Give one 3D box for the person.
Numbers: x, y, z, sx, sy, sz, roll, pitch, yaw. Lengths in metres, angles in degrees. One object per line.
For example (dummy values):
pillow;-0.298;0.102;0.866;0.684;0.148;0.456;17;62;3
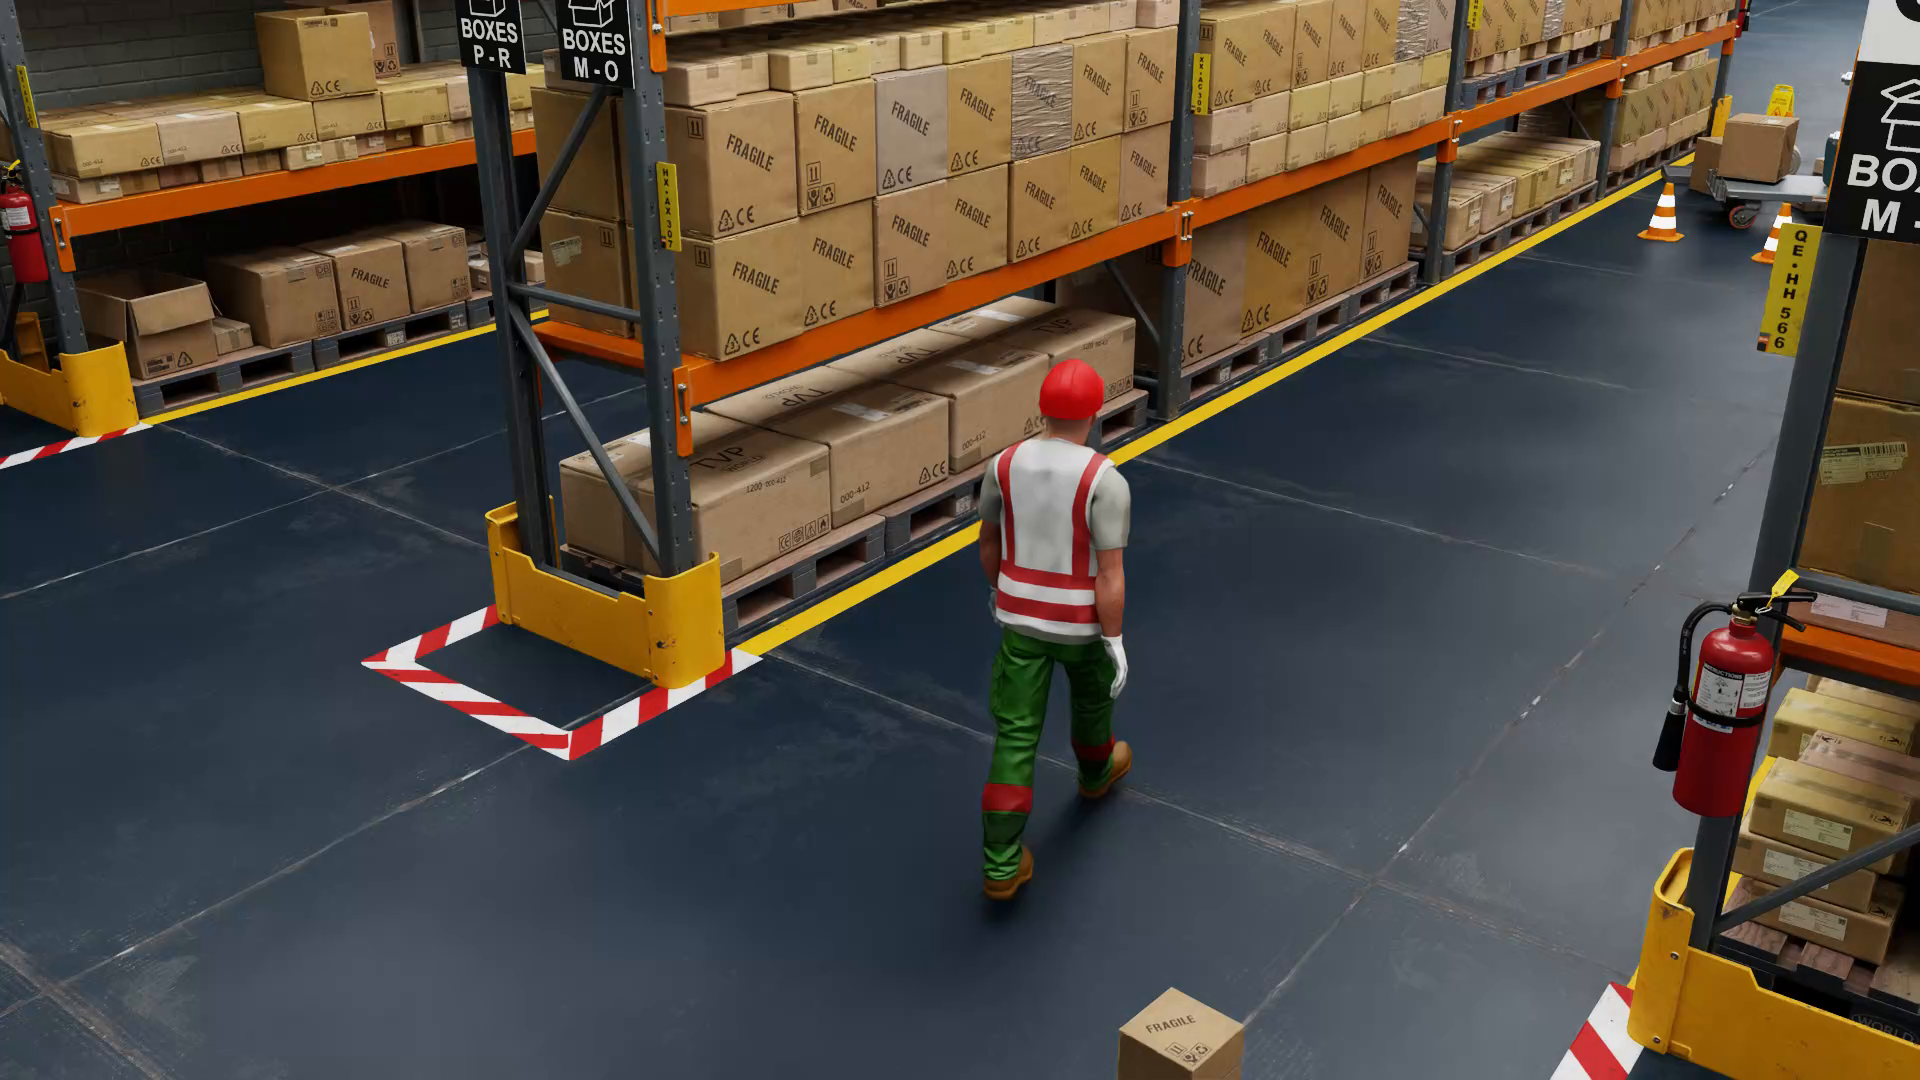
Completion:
person;0.324;0.244;5.531;0.577;1.733;1.087;8;25;19
